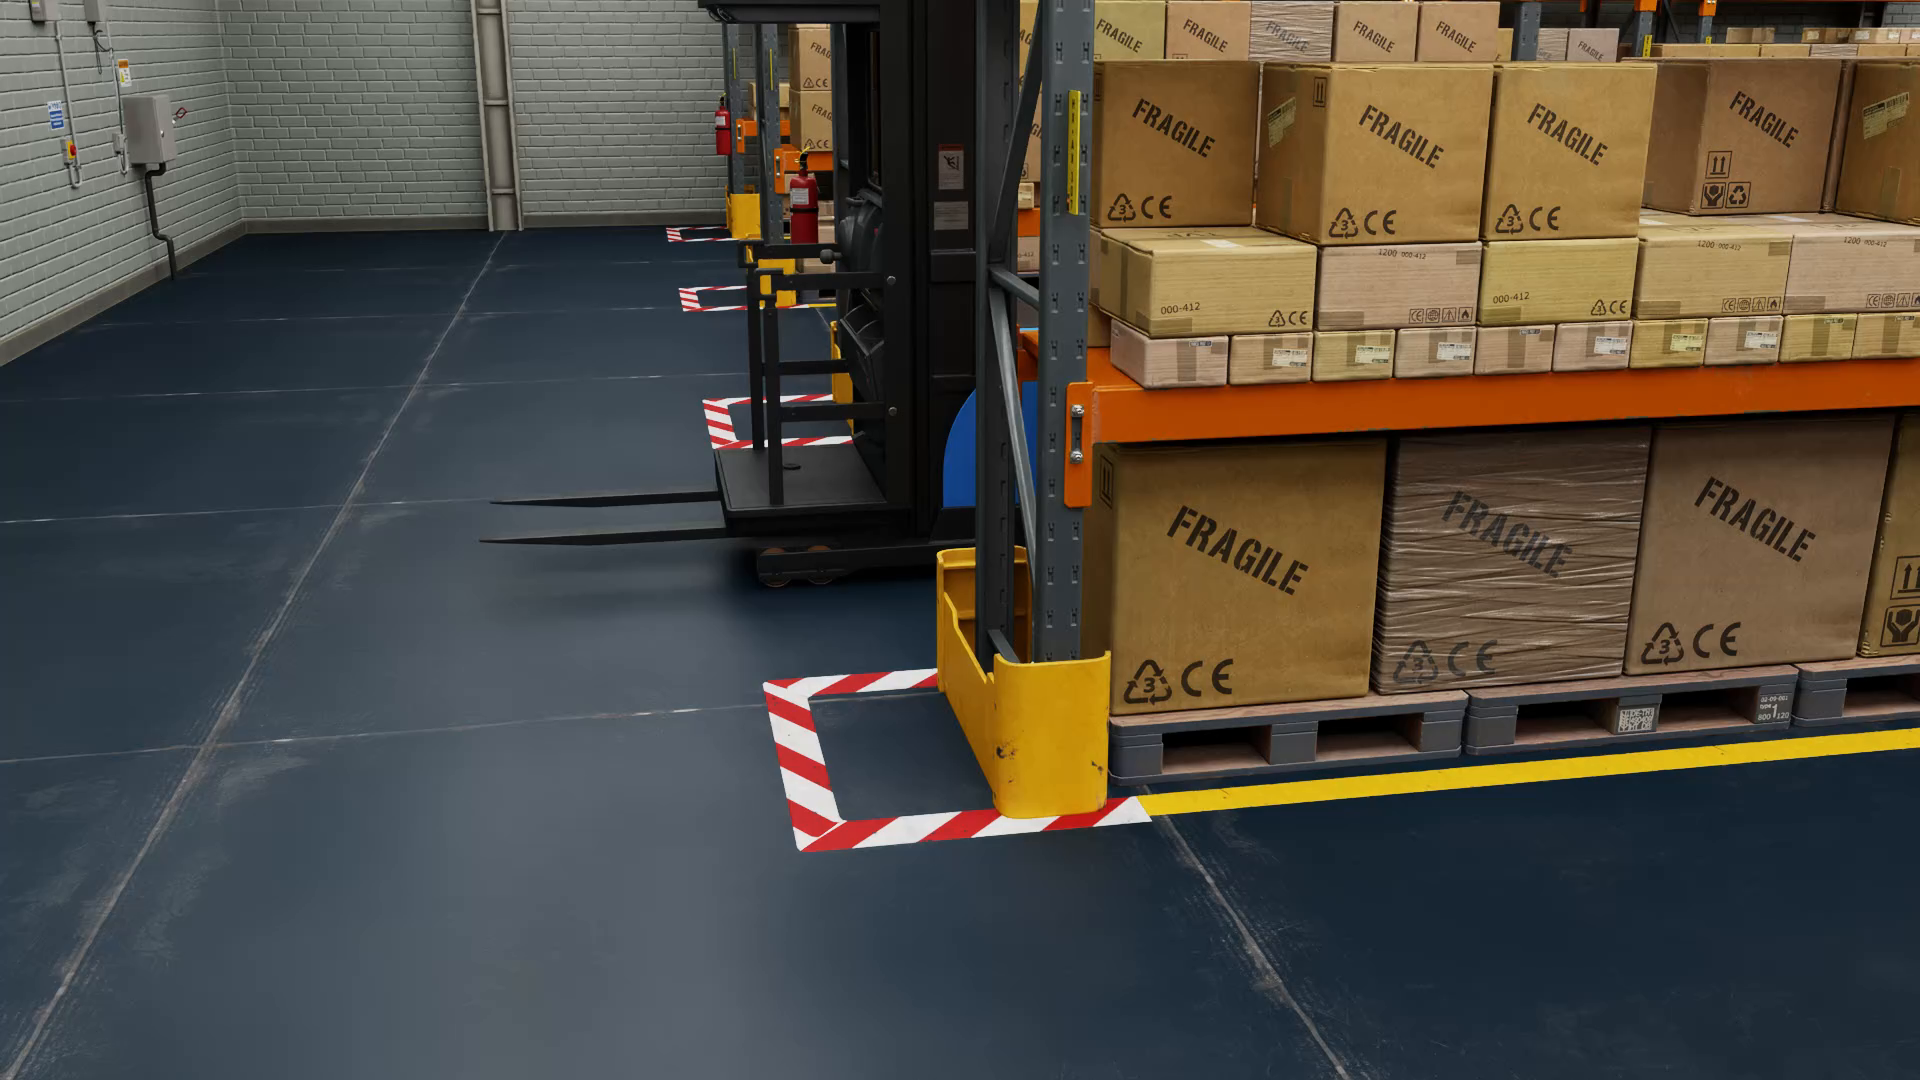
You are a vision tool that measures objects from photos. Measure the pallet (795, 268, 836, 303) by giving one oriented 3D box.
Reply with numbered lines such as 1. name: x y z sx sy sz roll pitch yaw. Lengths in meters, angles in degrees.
1. pallet: -0.901 -2.353 15.112 1.213 0.211 1.003 -3 17 -10

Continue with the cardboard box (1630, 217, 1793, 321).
1. cardboard box: 2.246 -0.870 5.283 0.500 0.250 0.500 -4 17 -12

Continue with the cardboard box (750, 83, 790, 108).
1. cardboard box: -2.120 -5.067 18.950 0.500 0.250 0.500 -3 17 -10

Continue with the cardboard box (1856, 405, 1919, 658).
1. cardboard box: 3.473 -0.156 6.114 0.875 0.875 0.875 -3 17 -10

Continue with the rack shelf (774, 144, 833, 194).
1. rack shelf: 0.293 -3.386 14.953 4.000 0.370 1.077 -3 17 -10

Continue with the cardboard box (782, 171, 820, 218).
1. cardboard box: -1.998 -4.064 19.470 0.637 0.503 0.797 -4 18 -13

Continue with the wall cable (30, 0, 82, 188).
1. wall cable: -7.203 -3.799 13.286 0.123 1.953 0.585 -3 17 -10

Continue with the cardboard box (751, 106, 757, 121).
1. cardboard box: -2.241 -4.869 18.982 0.250 0.149 0.380 -3 17 -11

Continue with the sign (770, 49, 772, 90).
1. sign: -1.571 -3.910 13.824 0.005 0.325 0.100 -3 17 -10

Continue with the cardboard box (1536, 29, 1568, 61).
1. cardboard box: 5.224 -4.455 15.334 0.500 0.500 0.500 -3 17 -9

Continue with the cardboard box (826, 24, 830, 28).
1. cardboard box: -1.026 -4.430 14.147 0.250 0.149 0.380 -3 17 -9

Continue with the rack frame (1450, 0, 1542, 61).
1. rack frame: 3.295 -2.420 10.582 0.127 3.000 1.000 -3 17 -10

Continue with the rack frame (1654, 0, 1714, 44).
1. rack frame: 9.166 -5.718 21.319 0.127 3.000 1.000 -3 17 -10

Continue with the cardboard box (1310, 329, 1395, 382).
1. cardboard box: 1.123 -0.595 5.070 0.250 0.149 0.380 -4 17 -12

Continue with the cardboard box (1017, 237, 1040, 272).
1. cardboard box: 0.741 -2.763 15.348 0.875 0.438 0.875 -4 17 -12

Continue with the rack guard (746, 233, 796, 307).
1. rack guard: -1.694 -2.422 14.847 0.348 0.500 1.175 -3 17 -10

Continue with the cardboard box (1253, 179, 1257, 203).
1. cardboard box: 1.774 -2.143 10.109 0.250 0.149 0.380 -4 17 -11

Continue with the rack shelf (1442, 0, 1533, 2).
1. rack shelf: 1.331 -3.399 9.885 4.000 0.370 1.077 -3 17 -10

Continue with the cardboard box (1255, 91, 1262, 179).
1. cardboard box: 1.875 -2.446 9.989 0.500 0.500 0.500 -3 17 -11

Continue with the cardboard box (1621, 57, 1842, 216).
1. cardboard box: 2.623 -1.405 5.749 0.500 0.500 0.500 -4 17 -12

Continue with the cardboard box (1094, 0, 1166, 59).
1. cardboard box: 0.868 -2.866 9.655 0.500 0.500 0.500 -4 17 -12

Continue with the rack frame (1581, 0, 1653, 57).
1. rack frame: 6.184 -4.064 15.935 0.127 3.000 1.000 -3 17 -10

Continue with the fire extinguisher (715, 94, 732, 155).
1. fire extinguisher: -2.673 -4.693 18.748 0.183 0.674 0.296 -3 17 -10

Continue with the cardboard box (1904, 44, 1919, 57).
1. cardboard box: 9.215 -4.558 16.150 0.500 0.500 0.500 -3 17 -10

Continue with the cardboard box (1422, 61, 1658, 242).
1. cardboard box: 1.730 -1.198 5.076 0.500 0.500 0.500 -4 17 -12

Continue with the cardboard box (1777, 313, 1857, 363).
1. cardboard box: 2.638 -0.681 5.350 0.250 0.149 0.380 -4 17 -11

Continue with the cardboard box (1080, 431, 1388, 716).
1. cardboard box: 0.822 -0.006 5.625 0.875 0.875 0.875 -3 17 -10

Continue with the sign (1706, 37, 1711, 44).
1. sign: 9.278 -6.078 20.653 0.005 0.325 0.100 -3 17 -10

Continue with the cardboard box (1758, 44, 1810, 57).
1. cardboard box: 7.700 -4.476 15.883 0.500 0.500 0.500 -3 17 -10

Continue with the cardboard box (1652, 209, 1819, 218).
1. cardboard box: 2.629 -1.048 5.863 0.500 0.250 0.500 -3 17 -9

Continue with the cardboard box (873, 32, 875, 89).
1. cardboard box: -0.640 -4.120 14.243 0.500 0.500 0.500 -4 17 -12

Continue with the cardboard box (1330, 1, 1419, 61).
1. cardboard box: 2.378 -2.954 9.939 0.500 0.500 0.500 -4 17 -12

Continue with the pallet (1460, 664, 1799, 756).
1. pallet: 2.175 0.437 6.029 1.213 0.211 1.003 -3 17 -10

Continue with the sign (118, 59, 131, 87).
1. sign: -7.651 -4.279 15.227 0.001 0.242 0.339 -3 17 -10

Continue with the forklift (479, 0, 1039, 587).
1. forklift: -0.615 -1.366 7.267 3.031 2.935 1.130 -3 17 -11

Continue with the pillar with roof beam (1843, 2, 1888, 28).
1. pillar with roof beam: 13.055 -7.788 17.843 0.400 9.000 9.100 -3 17 -10

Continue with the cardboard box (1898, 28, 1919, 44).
1. cardboard box: 9.027 -4.855 16.013 0.250 0.149 0.380 -4 17 -12

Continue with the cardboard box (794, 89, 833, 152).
1. cardboard box: -1.145 -3.610 14.288 0.500 0.500 0.500 -3 17 -11

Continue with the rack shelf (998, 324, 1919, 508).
1. rack shelf: 2.173 -0.529 5.652 4.000 0.370 1.077 -3 17 -10

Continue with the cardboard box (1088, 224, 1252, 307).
1. cardboard box: 0.635 -0.936 5.499 0.500 0.250 0.500 -4 17 -11

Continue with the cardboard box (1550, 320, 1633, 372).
1. cardboard box: 1.882 -0.639 5.210 0.250 0.149 0.380 -3 17 -11

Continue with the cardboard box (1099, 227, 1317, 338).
1. cardboard box: 0.732 -0.781 4.995 0.500 0.250 0.500 -4 17 -12
